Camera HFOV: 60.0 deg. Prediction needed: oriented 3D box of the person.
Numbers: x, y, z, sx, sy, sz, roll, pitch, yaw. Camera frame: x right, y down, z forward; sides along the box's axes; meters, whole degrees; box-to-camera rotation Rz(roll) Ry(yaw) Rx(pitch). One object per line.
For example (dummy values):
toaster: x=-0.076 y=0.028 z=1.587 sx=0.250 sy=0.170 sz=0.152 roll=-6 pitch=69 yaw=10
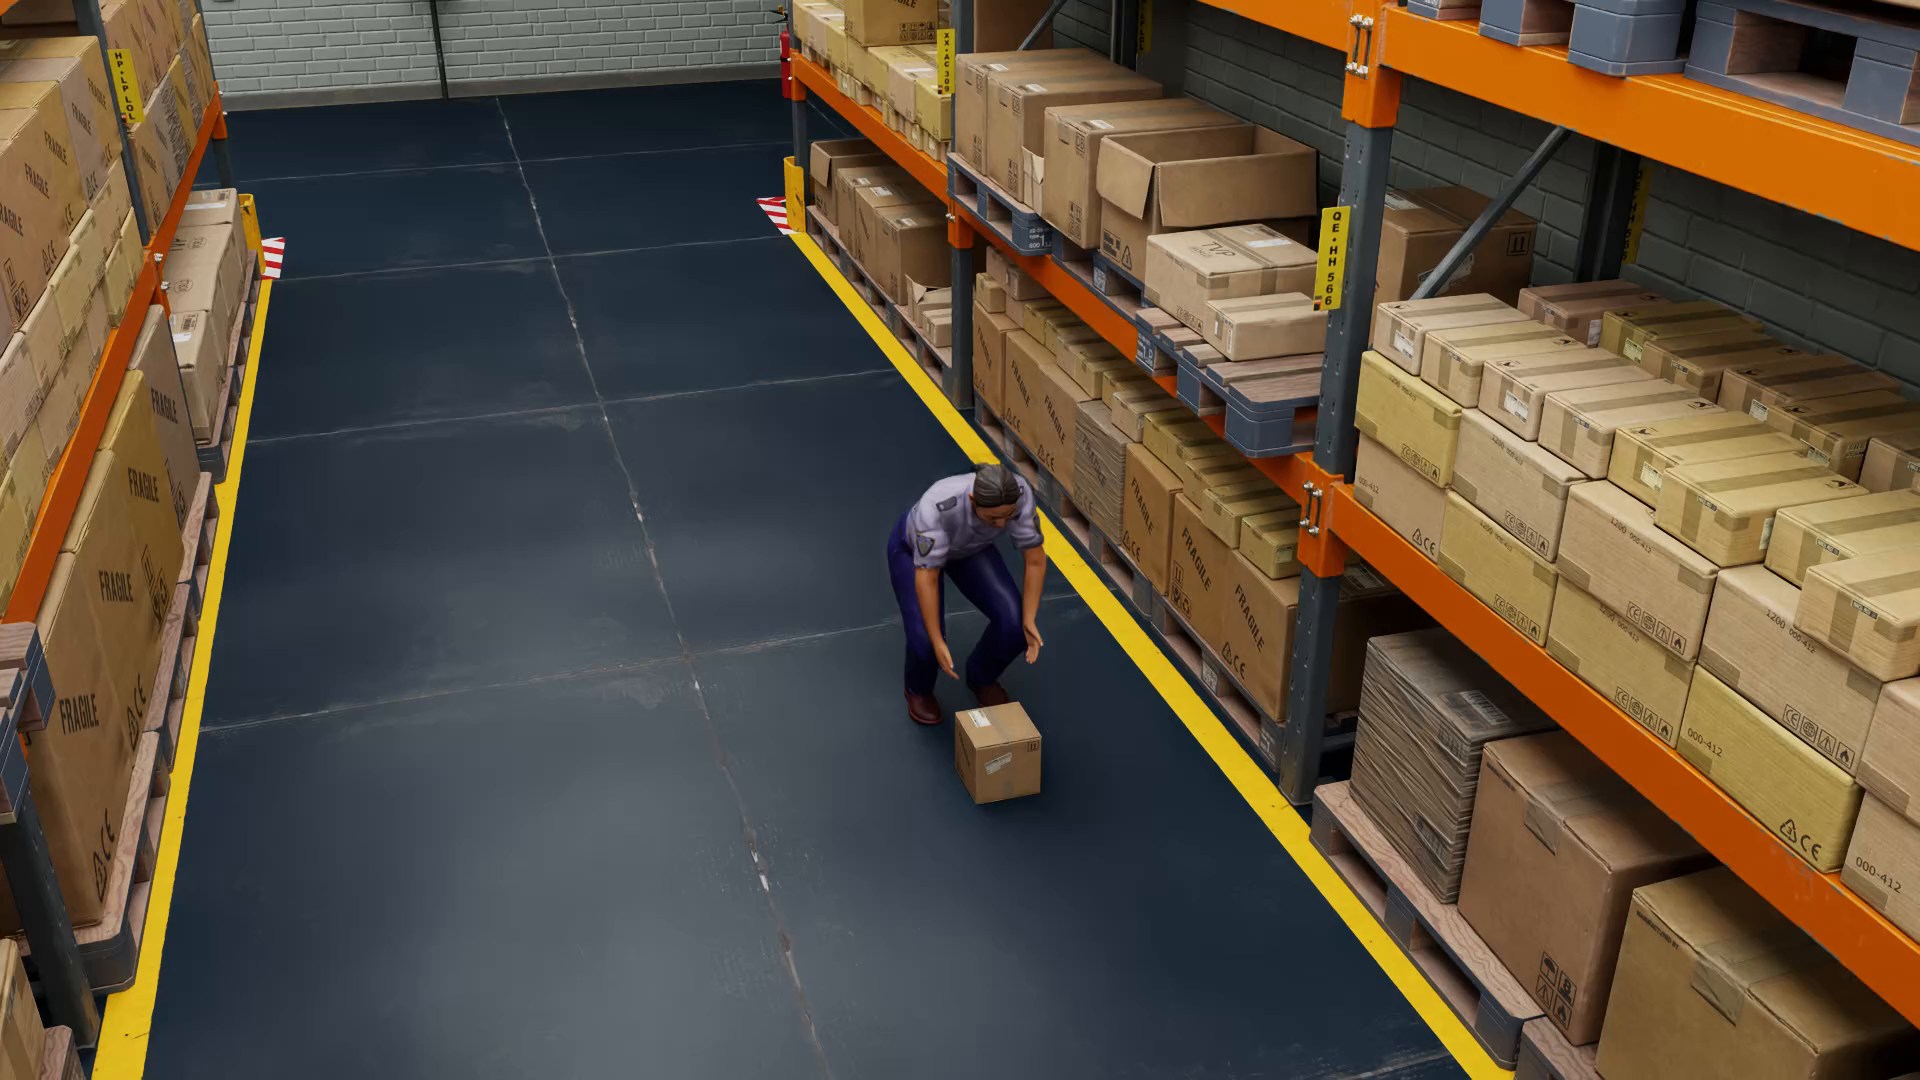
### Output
person: x=0.024 y=0.145 z=6.384 sx=0.537 sy=1.169 sz=0.752 roll=-8 pitch=28 yaw=-16
